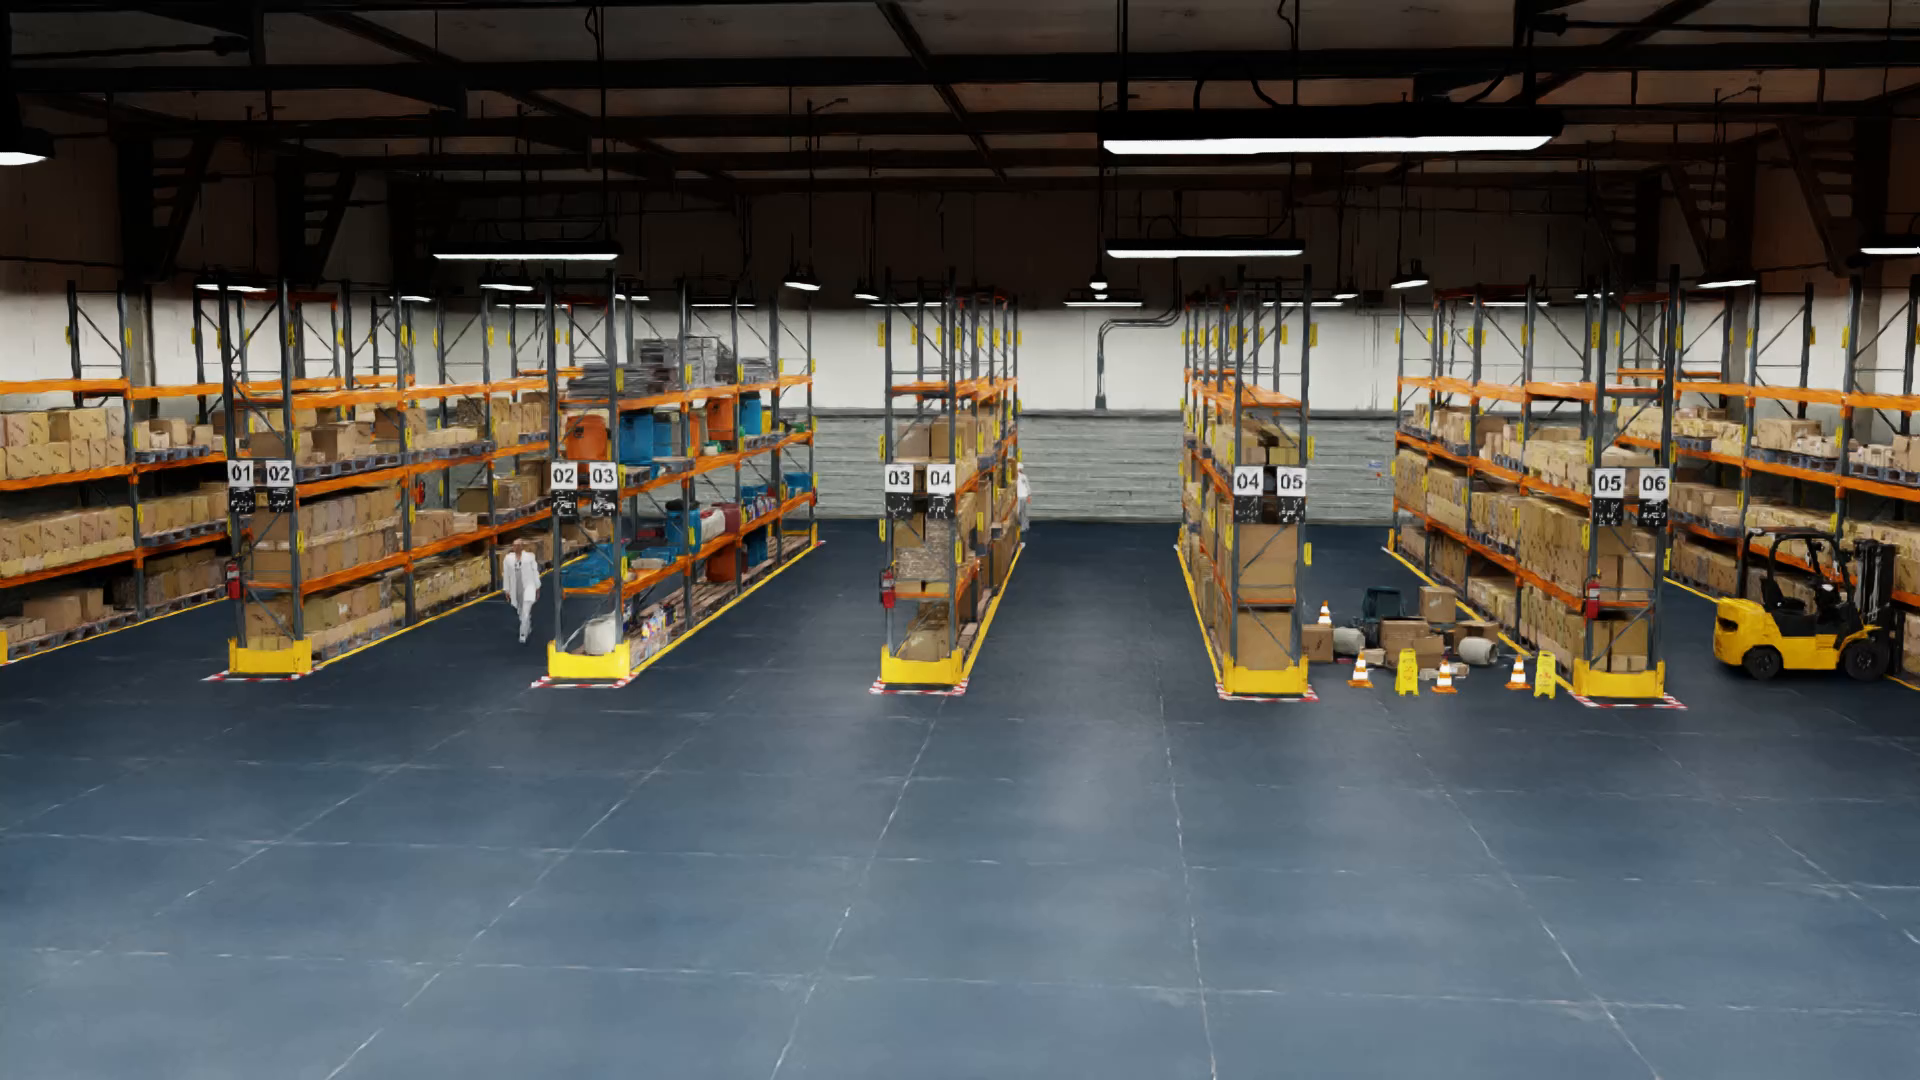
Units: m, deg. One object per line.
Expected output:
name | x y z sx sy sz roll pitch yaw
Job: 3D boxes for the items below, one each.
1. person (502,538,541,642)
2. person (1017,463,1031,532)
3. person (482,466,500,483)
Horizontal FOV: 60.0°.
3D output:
person | -7.271 0.803 27.490 0.601 1.696 1.185 0 7 4
person | 1.612 -1.123 43.235 0.497 1.783 0.637 -4 8 -30
person | -12.523 -1.198 44.527 0.592 1.618 0.526 0 7 2
